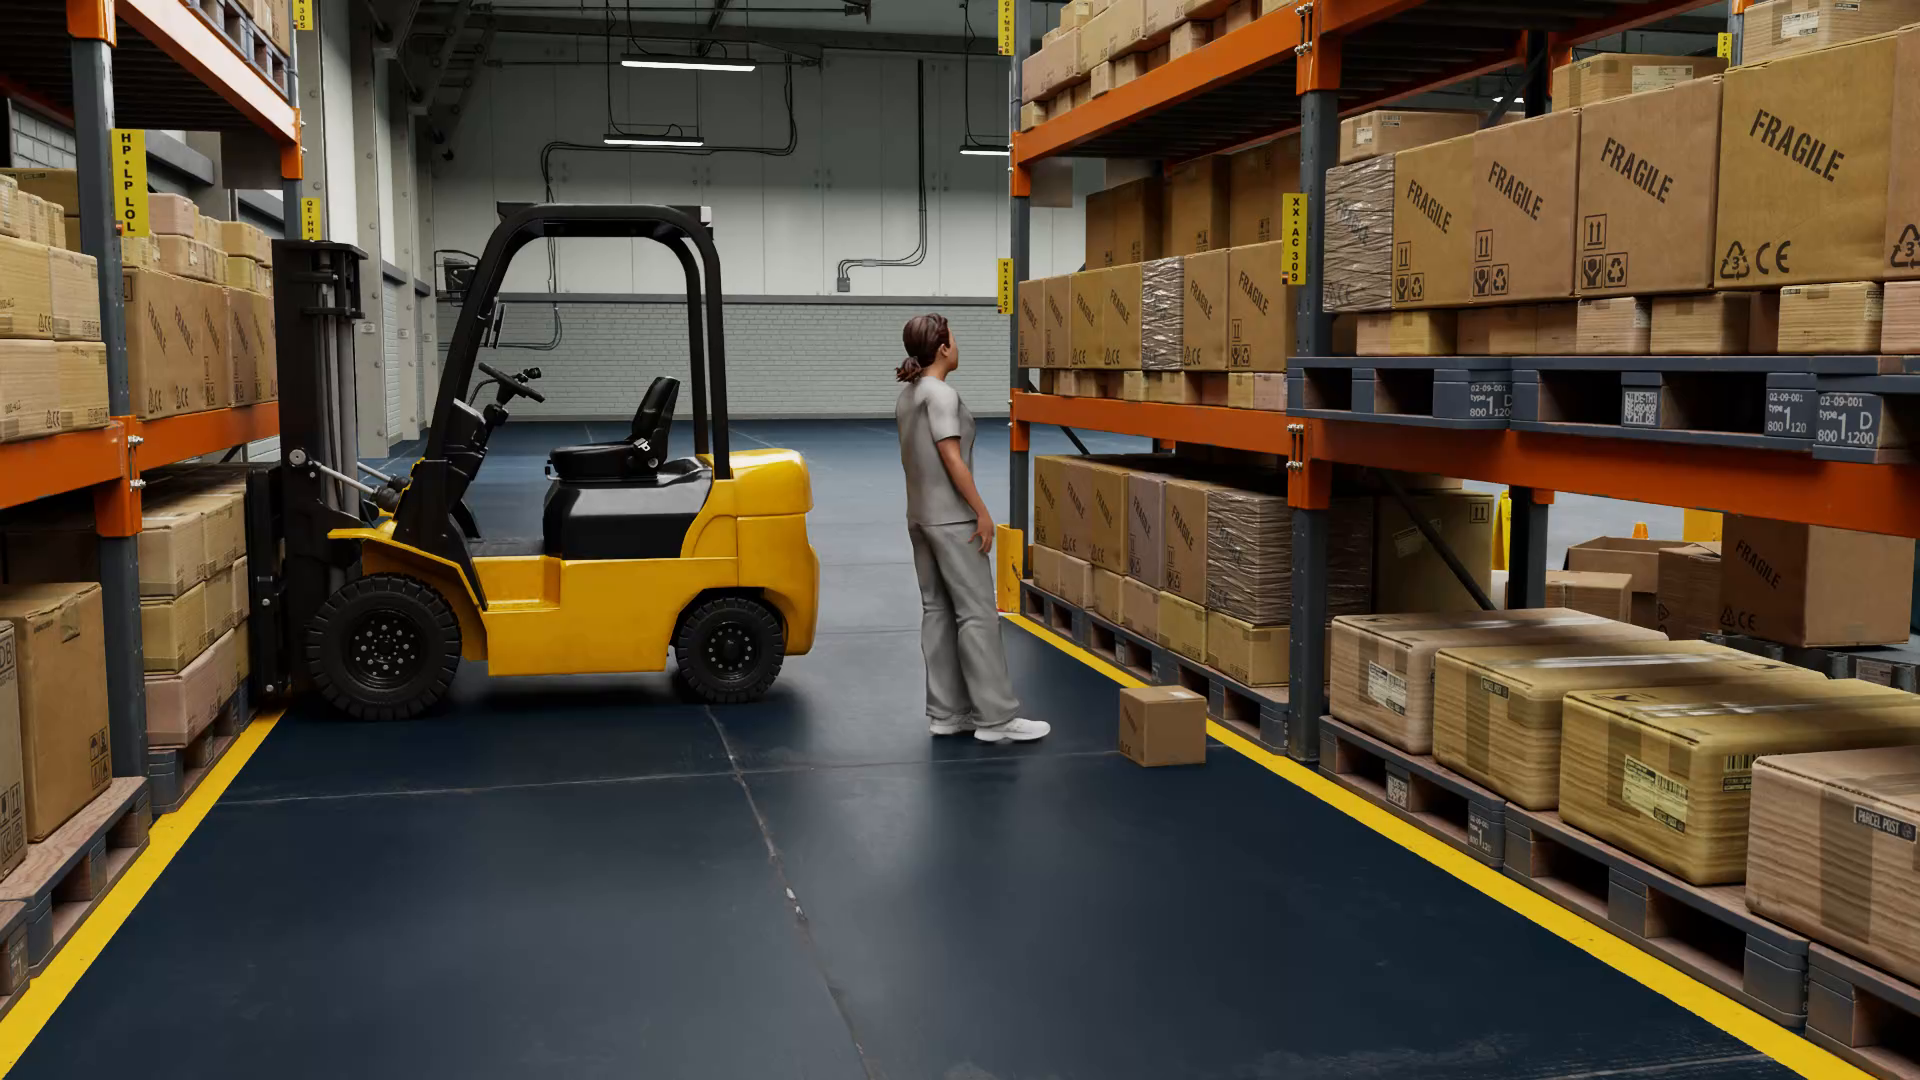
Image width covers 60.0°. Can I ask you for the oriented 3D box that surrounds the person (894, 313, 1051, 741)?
[{"bbox_3d":[0.010,-0.060,6.611,0.548,1.673,0.550,-3,7,-25],"label":"person"}]
